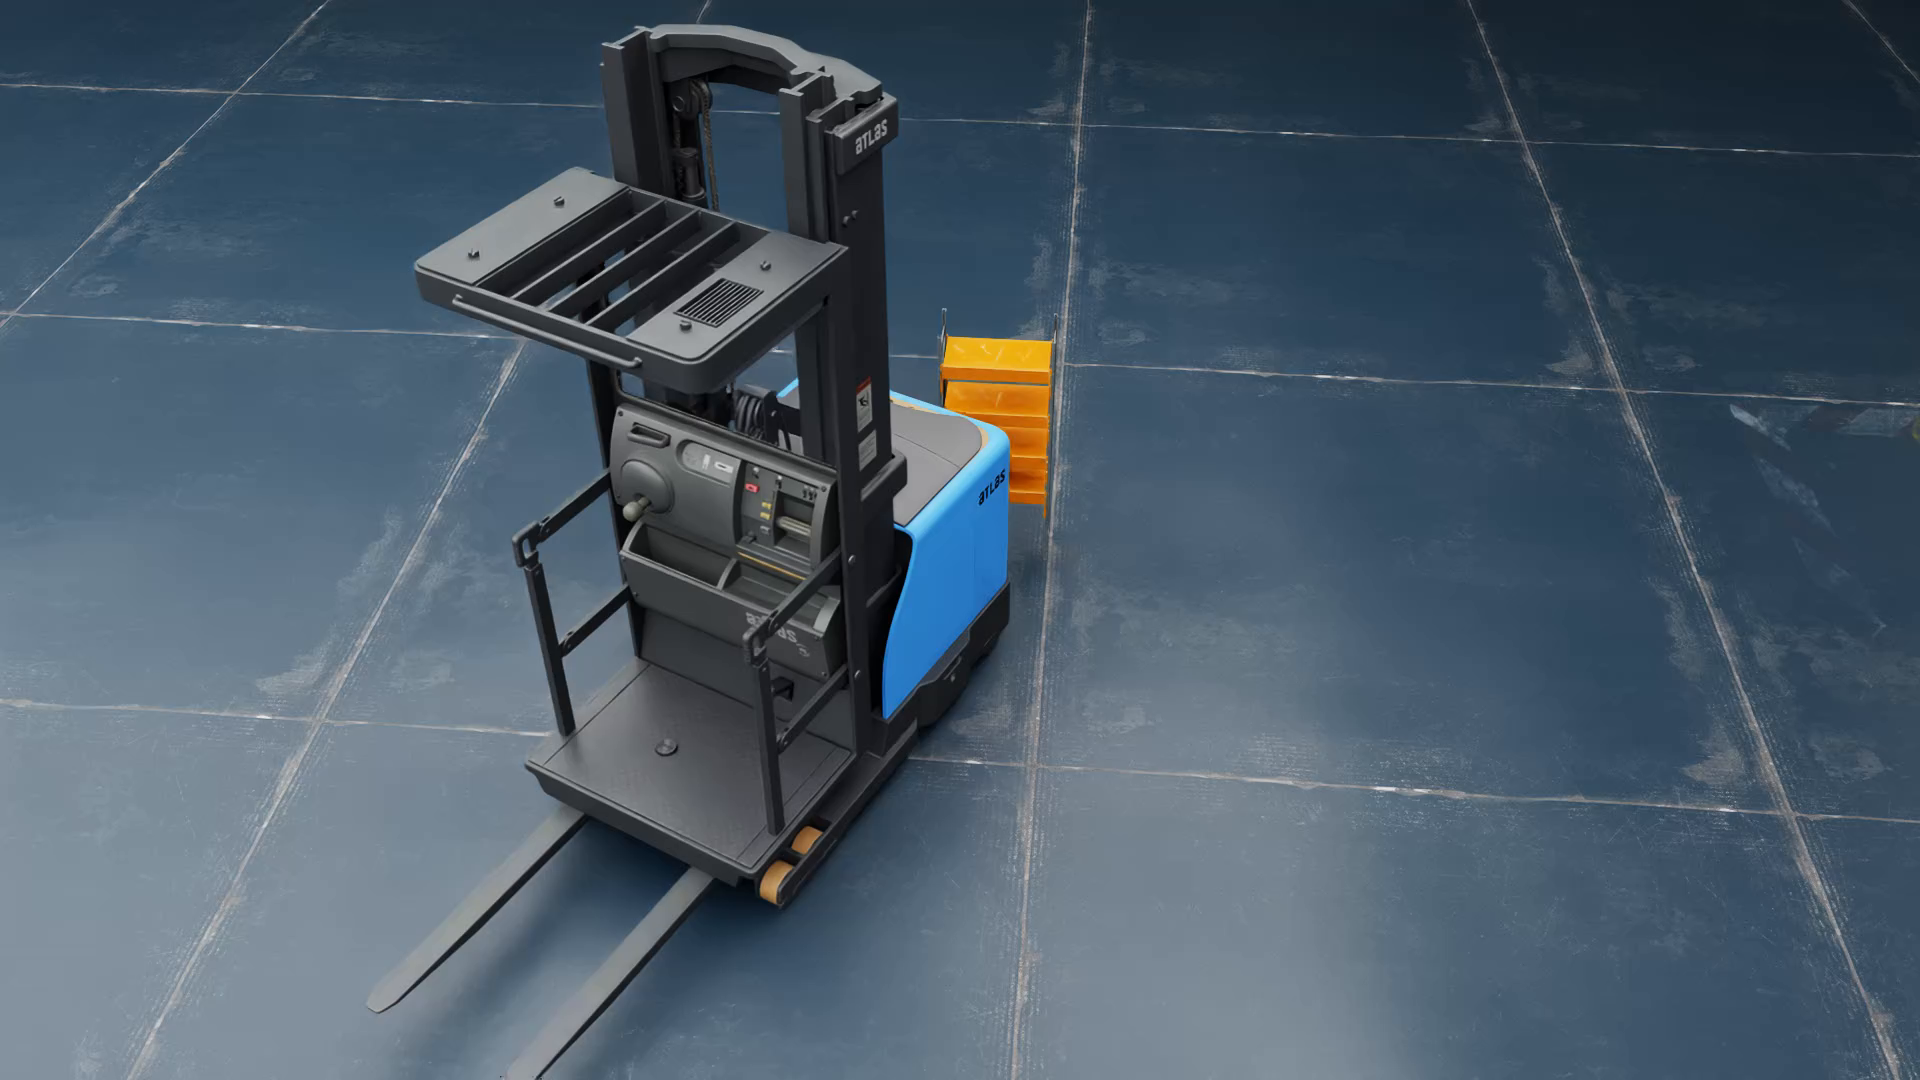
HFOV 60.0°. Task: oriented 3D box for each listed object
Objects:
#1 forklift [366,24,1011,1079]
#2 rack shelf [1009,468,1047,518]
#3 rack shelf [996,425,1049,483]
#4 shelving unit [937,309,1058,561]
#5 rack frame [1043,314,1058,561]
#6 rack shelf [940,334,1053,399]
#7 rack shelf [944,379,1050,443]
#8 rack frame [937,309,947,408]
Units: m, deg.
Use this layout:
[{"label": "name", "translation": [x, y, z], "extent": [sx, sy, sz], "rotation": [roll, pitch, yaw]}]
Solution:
[{"label": "forklift", "translation": [-0.960, -0.104, 5.726], "extent": [1.130, 2.935, 3.031], "rotation": [20, 43, 23]}, {"label": "rack shelf", "translation": [0.165, -0.250, 7.698], "extent": [0.480, 0.148, 0.258], "rotation": [3, 39, 4]}, {"label": "rack shelf", "translation": [0.165, -0.404, 7.573], "extent": [0.480, 0.148, 0.258], "rotation": [3, 39, 4]}, {"label": "shelving unit", "translation": [0.165, -0.456, 7.531], "extent": [0.503, 1.200, 0.258], "rotation": [3, 39, 4]}, {"label": "rack frame", "translation": [0.408, -0.443, 7.514], "extent": [0.015, 1.200, 0.240], "rotation": [3, 39, 4]}, {"label": "rack shelf", "translation": [0.165, -0.761, 7.283], "extent": [0.480, 0.148, 0.258], "rotation": [3, 39, 4]}, {"label": "rack shelf", "translation": [0.165, -0.578, 7.432], "extent": [0.480, 0.148, 0.258], "rotation": [3, 39, 4]}, {"label": "rack frame", "translation": [-0.078, -0.470, 7.547], "extent": [0.015, 1.200, 0.240], "rotation": [3, 39, 4]}]
